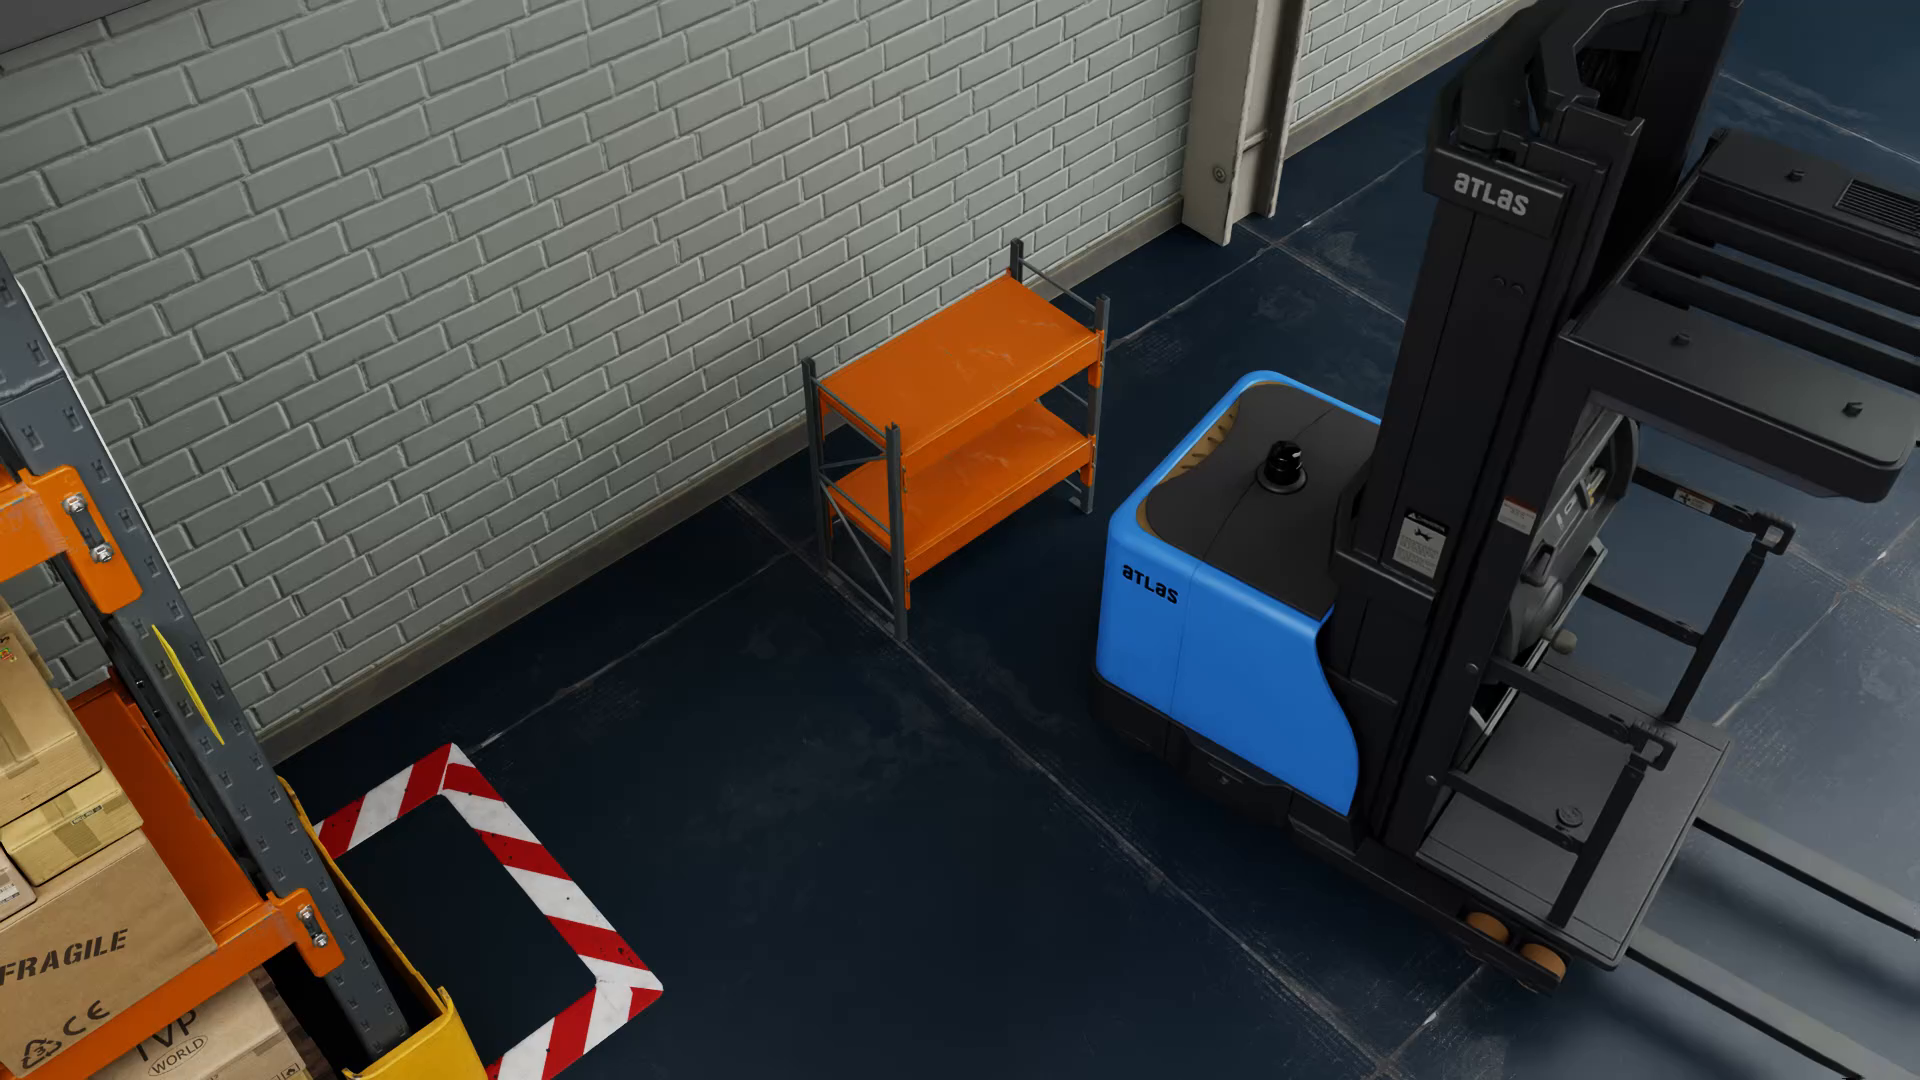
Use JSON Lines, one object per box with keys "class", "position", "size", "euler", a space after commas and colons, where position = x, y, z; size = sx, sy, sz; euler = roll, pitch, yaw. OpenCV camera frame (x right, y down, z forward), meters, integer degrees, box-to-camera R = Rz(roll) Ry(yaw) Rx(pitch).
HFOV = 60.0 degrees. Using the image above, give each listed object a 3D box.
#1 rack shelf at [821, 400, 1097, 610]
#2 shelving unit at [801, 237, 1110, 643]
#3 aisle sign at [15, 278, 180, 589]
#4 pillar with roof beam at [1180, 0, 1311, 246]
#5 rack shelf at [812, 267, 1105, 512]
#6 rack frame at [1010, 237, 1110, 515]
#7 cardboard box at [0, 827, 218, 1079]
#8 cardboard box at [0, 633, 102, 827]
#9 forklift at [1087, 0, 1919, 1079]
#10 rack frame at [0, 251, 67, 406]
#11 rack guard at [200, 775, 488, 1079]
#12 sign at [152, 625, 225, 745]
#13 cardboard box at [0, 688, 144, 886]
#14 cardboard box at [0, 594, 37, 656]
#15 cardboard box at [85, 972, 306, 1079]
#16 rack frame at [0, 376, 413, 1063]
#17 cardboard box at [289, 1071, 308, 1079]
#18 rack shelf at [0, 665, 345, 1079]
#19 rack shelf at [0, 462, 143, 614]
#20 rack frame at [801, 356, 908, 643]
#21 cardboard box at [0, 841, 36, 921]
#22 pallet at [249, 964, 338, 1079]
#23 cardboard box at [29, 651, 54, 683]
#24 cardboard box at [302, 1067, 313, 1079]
{"class": "rack shelf", "position": [-0.005, -0.212, 6.566], "size": [1.000, 0.278, 0.538], "euler": [-34, 56, -27]}
{"class": "shelving unit", "position": [-0.005, -0.378, 6.387], "size": [1.048, 1.125, 0.538], "euler": [-34, 56, -27]}
{"class": "aisle sign", "position": [-1.745, -0.274, 3.246], "size": [0.004, 0.787, 0.394], "euler": [-34, 56, -27]}
{"class": "pillar with roof beam", "position": [4.223, -2.325, 2.826], "size": [0.400, 9.000, 9.100], "euler": [-34, 56, -27]}
{"class": "rack shelf", "position": [-0.005, -0.577, 6.172], "size": [1.000, 0.278, 0.538], "euler": [-34, 56, -27]}
{"class": "rack frame", "position": [0.371, -0.629, 6.619], "size": [0.032, 1.125, 0.500], "euler": [-34, 56, -27]}
{"class": "cardboard box", "position": [-2.179, 0.833, 3.926], "size": [0.500, 0.500, 0.500], "euler": [-35, 56, -28]}
{"class": "cardboard box", "position": [-2.115, 0.417, 3.665], "size": [0.250, 0.149, 0.380], "euler": [-34, 56, -27]}
{"class": "forklift", "position": [1.955, 0.036, 4.776], "size": [3.031, 2.935, 1.130], "euler": [29, 54, 24]}
{"class": "rack frame", "position": [-1.991, -1.554, 2.114], "size": [0.127, 3.000, 1.000], "euler": [-34, 56, -27]}
{"class": "rack guard", "position": [-1.974, 1.316, 5.249], "size": [0.348, 0.500, 1.175], "euler": [-34, 56, -27]}
{"class": "sign", "position": [-1.637, 0.309, 3.528], "size": [0.005, 0.325, 0.100], "euler": [-34, 56, -27]}
{"class": "cardboard box", "position": [-2.059, 0.550, 3.745], "size": [0.250, 0.149, 0.380], "euler": [-33, 55, -27]}
{"class": "cardboard box", "position": [-2.384, 0.176, 3.888], "size": [0.250, 0.149, 0.380], "euler": [-35, 56, -28]}
{"class": "cardboard box", "position": [-2.122, 1.329, 4.441], "size": [0.500, 0.250, 0.500], "euler": [-32, 55, -26]}
{"class": "rack frame", "position": [-1.991, 0.480, 4.319], "size": [0.127, 3.000, 1.000], "euler": [-34, 56, -27]}
{"class": "cardboard box", "position": [-2.141, 1.512, 4.613], "size": [0.500, 0.250, 0.500], "euler": [-34, 56, -28]}
{"class": "rack shelf", "position": [-3.471, 1.713, 3.671], "size": [4.000, 0.370, 1.077], "euler": [-34, 56, -27]}
{"class": "rack shelf", "position": [-3.471, 0.696, 2.569], "size": [4.000, 0.370, 1.077], "euler": [-34, 56, -27]}
{"class": "rack frame", "position": [-0.381, -0.127, 6.155], "size": [0.032, 1.125, 0.500], "euler": [-34, 56, -27]}
{"class": "cardboard box", "position": [-2.228, 0.693, 3.614], "size": [0.250, 0.149, 0.380], "euler": [-33, 55, -27]}
{"class": "pallet", "position": [-2.529, 1.827, 4.974], "size": [1.213, 0.211, 1.003], "euler": [-34, 56, -27]}
{"class": "cardboard box", "position": [-2.417, 0.253, 4.019], "size": [0.250, 0.149, 0.380], "euler": [-35, 56, -28]}
{"class": "cardboard box", "position": [-2.126, 1.675, 4.802], "size": [0.500, 0.250, 0.500], "euler": [-33, 56, -27]}
